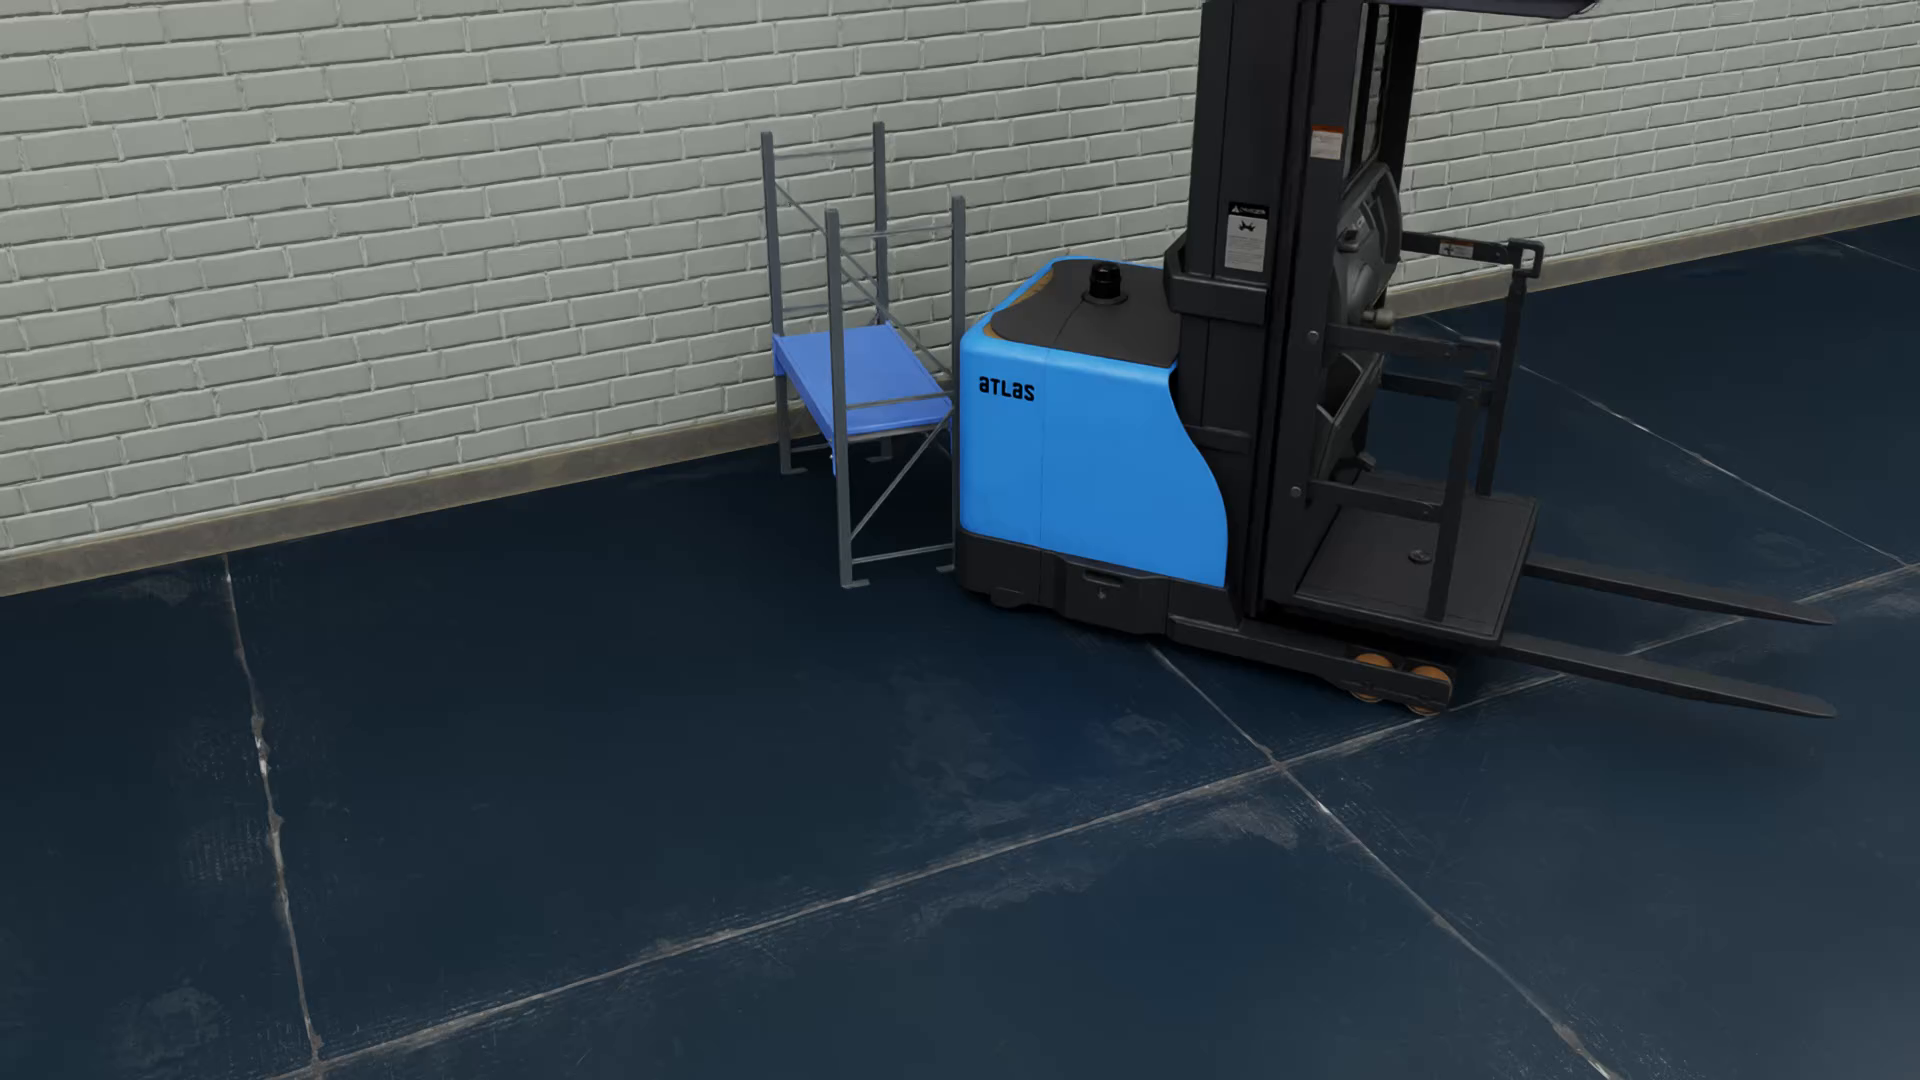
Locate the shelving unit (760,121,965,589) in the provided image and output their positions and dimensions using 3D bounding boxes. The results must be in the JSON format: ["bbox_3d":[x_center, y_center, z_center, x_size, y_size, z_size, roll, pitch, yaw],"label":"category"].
[{"bbox_3d":[-0.383,-0.747,6.549,0.538,1.500,1.048,-9,31,-16],"label":"shelving unit"}]

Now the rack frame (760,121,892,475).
[{"bbox_3d":[-0.544,-0.983,6.970,0.500,1.500,0.032,-9,31,-16],"label":"rack frame"}]

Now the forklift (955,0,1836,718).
[{"bbox_3d":[1.544,-0.975,5.492,3.031,2.935,1.130,12,32,21],"label":"forklift"}]

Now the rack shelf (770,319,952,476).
[{"bbox_3d":[-0.383,-0.590,6.637,0.538,0.185,1.000,-9,31,-16],"label":"rack shelf"}]

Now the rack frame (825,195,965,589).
[{"bbox_3d":[-0.223,-0.511,6.128,0.500,1.500,0.032,-9,31,-16],"label":"rack frame"}]
